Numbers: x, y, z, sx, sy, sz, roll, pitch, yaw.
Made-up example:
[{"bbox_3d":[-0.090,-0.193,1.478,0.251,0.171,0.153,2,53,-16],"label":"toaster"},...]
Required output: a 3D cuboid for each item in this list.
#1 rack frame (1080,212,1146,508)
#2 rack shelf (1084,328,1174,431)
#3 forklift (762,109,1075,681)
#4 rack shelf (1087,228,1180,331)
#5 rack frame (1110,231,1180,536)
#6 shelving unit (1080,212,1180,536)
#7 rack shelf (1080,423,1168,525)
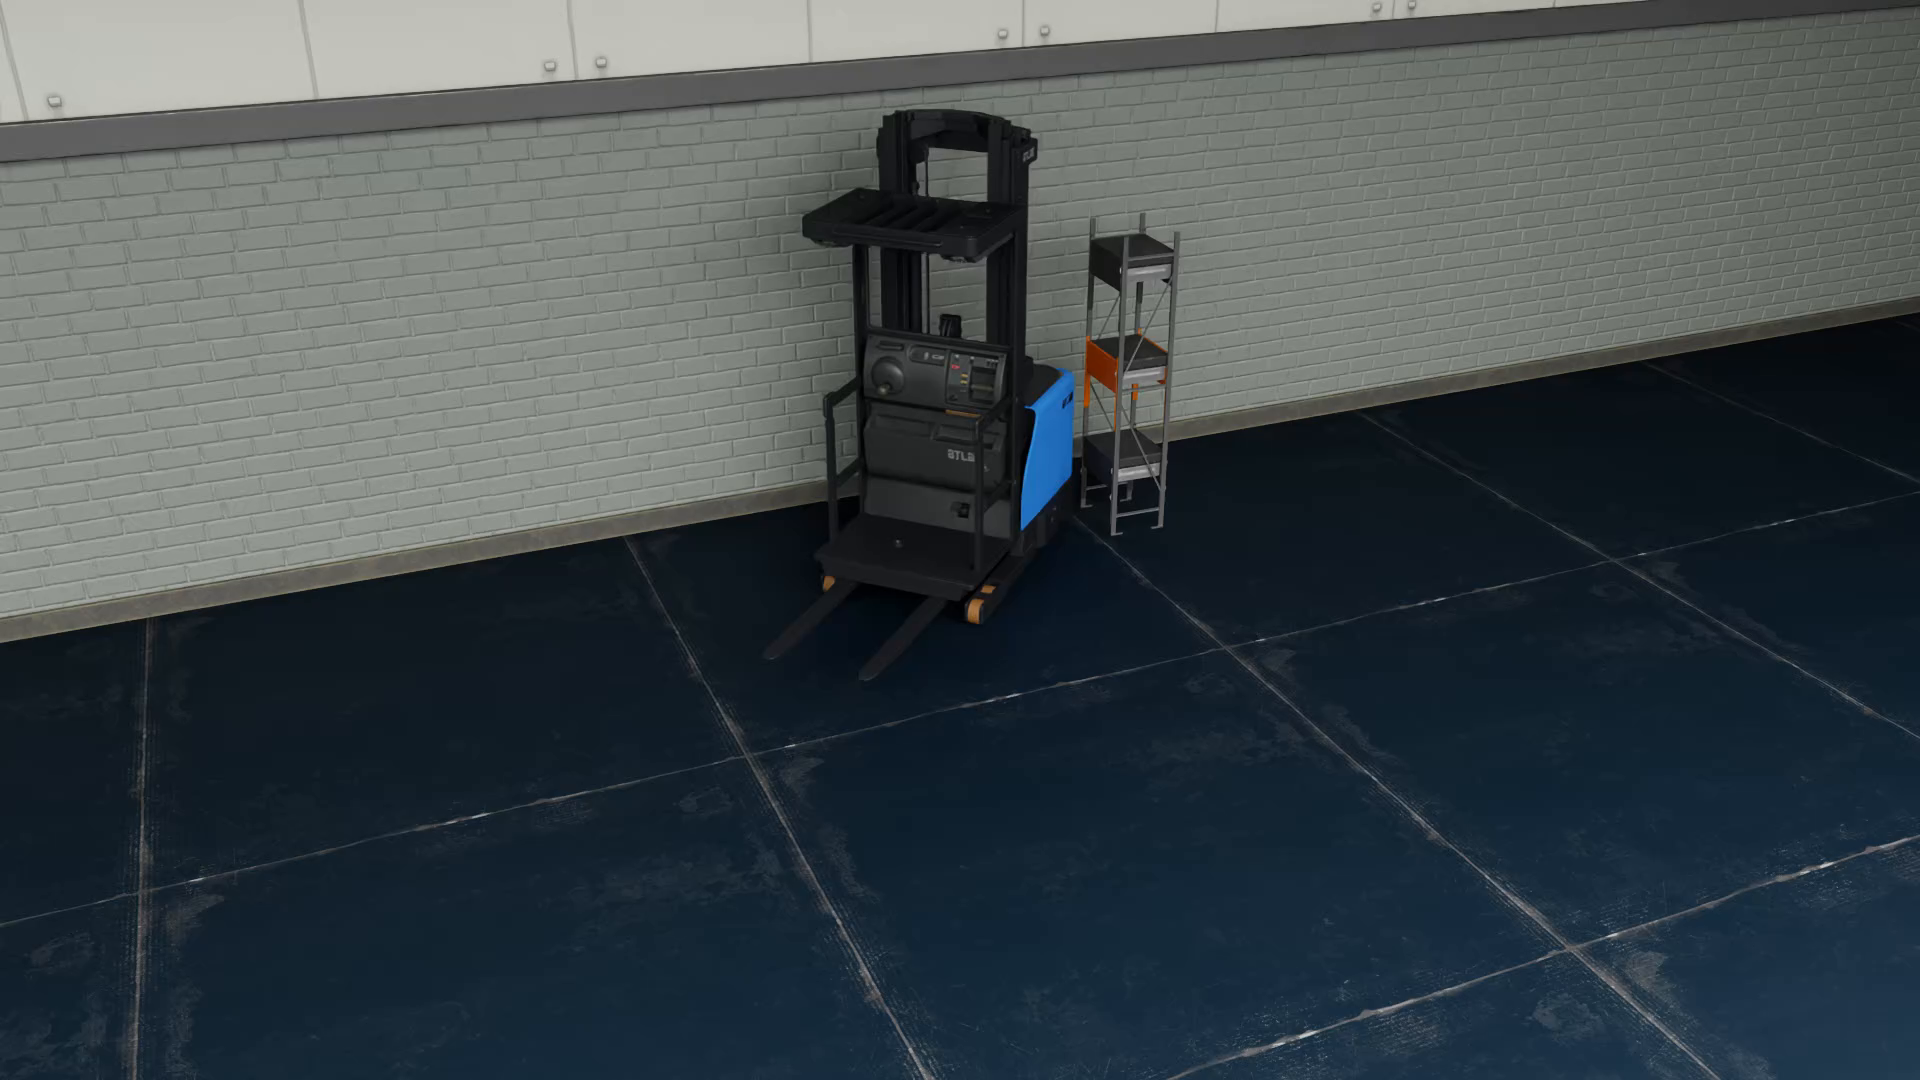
[{"bbox_3d":[1.047,-1.204,11.469,0.400,2.100,0.015,-10,28,-19],"label":"rack frame"},{"bbox_3d":[1.135,-1.092,11.271,0.431,0.518,0.480,-10,28,-19],"label":"rack shelf"},{"bbox_3d":[-0.240,-1.002,10.107,1.130,2.935,3.031,10,28,20],"label":"forklift"},{"bbox_3d":[1.135,-1.721,10.964,0.431,0.518,0.480,-10,28,-19],"label":"rack shelf"},{"bbox_3d":[1.224,-1.005,11.060,0.400,2.100,0.015,-10,28,-19],"label":"rack frame"},{"bbox_3d":[1.135,-1.104,11.265,0.431,2.100,0.503,-10,28,-19],"label":"shelving unit"},{"bbox_3d":[1.135,-0.463,11.578,0.431,0.518,0.480,-10,28,-19],"label":"rack shelf"}]
